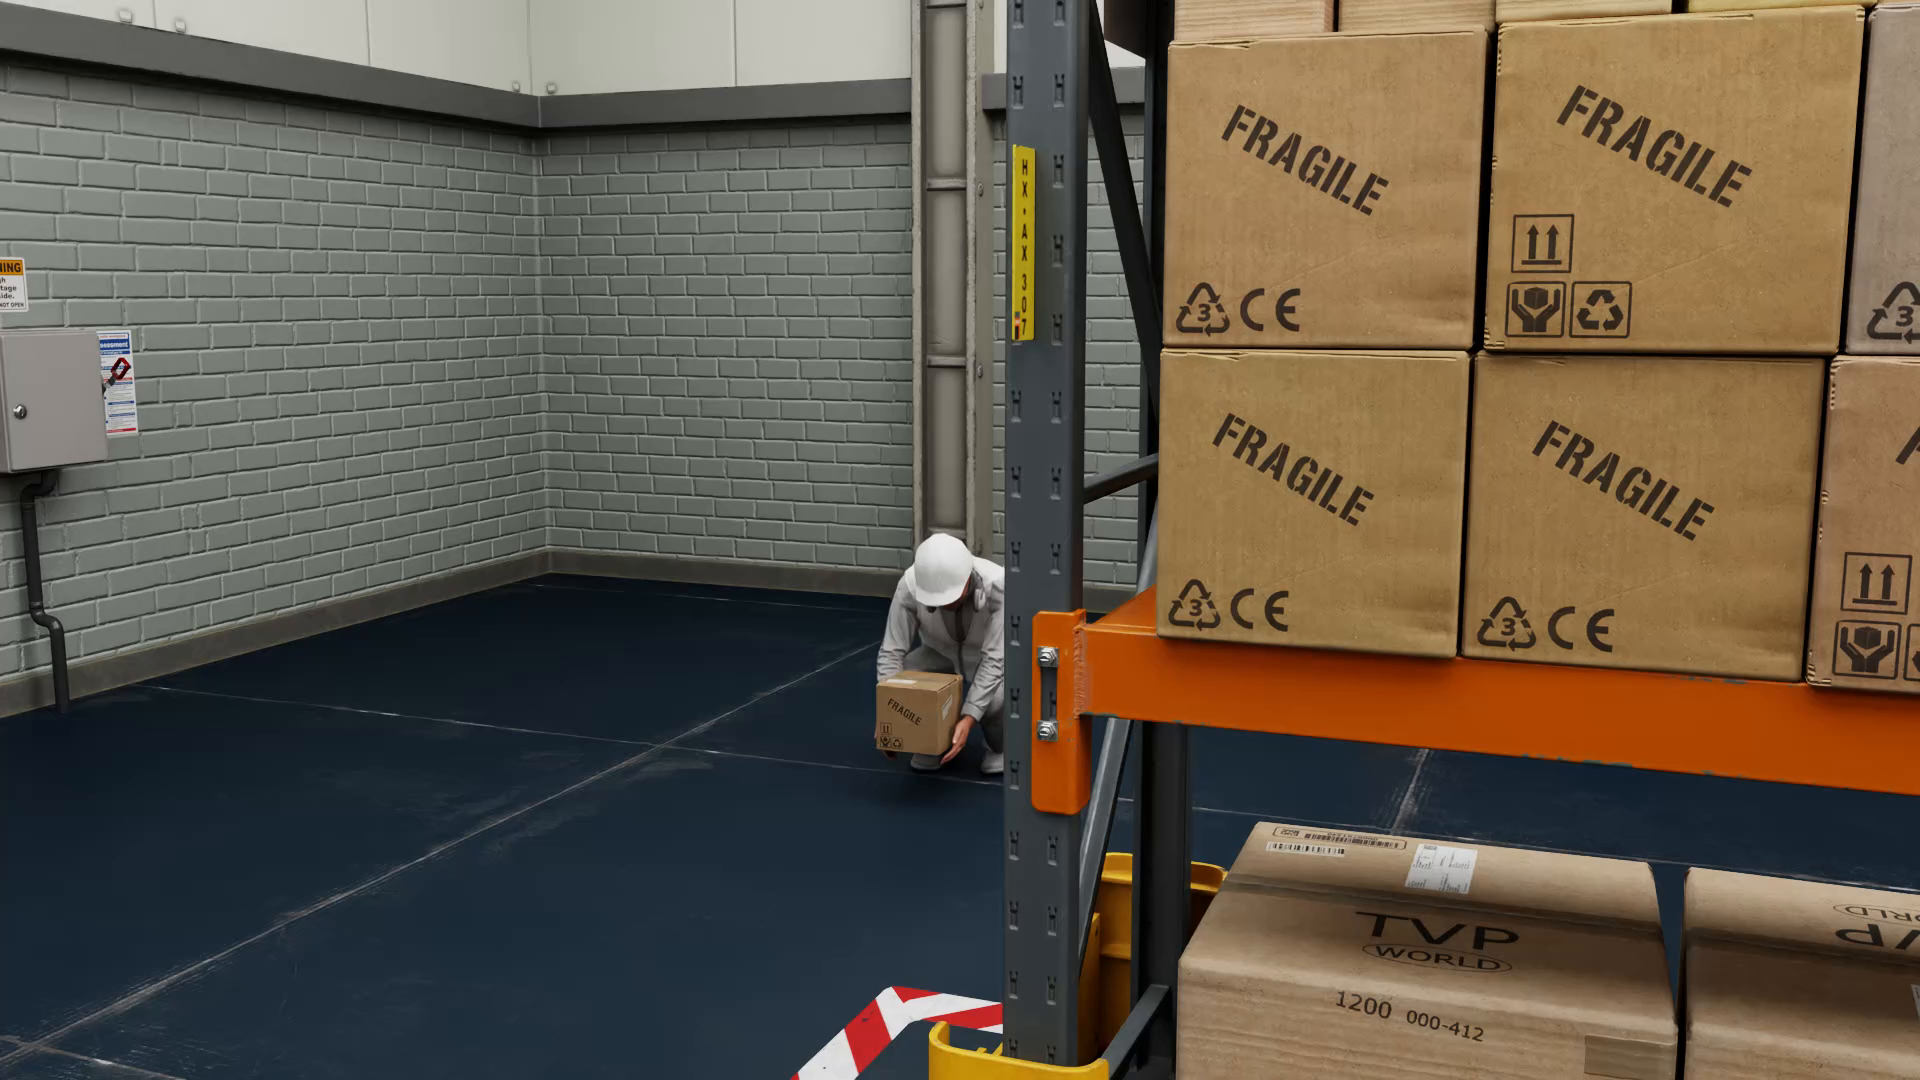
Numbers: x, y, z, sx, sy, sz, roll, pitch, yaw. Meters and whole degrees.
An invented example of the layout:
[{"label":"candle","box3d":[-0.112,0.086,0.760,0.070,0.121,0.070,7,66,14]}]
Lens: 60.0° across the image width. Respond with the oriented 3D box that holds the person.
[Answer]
[{"label":"person","box3d":[-0.003,0.429,6.520,0.532,1.006,0.867,3,9,21]}]
